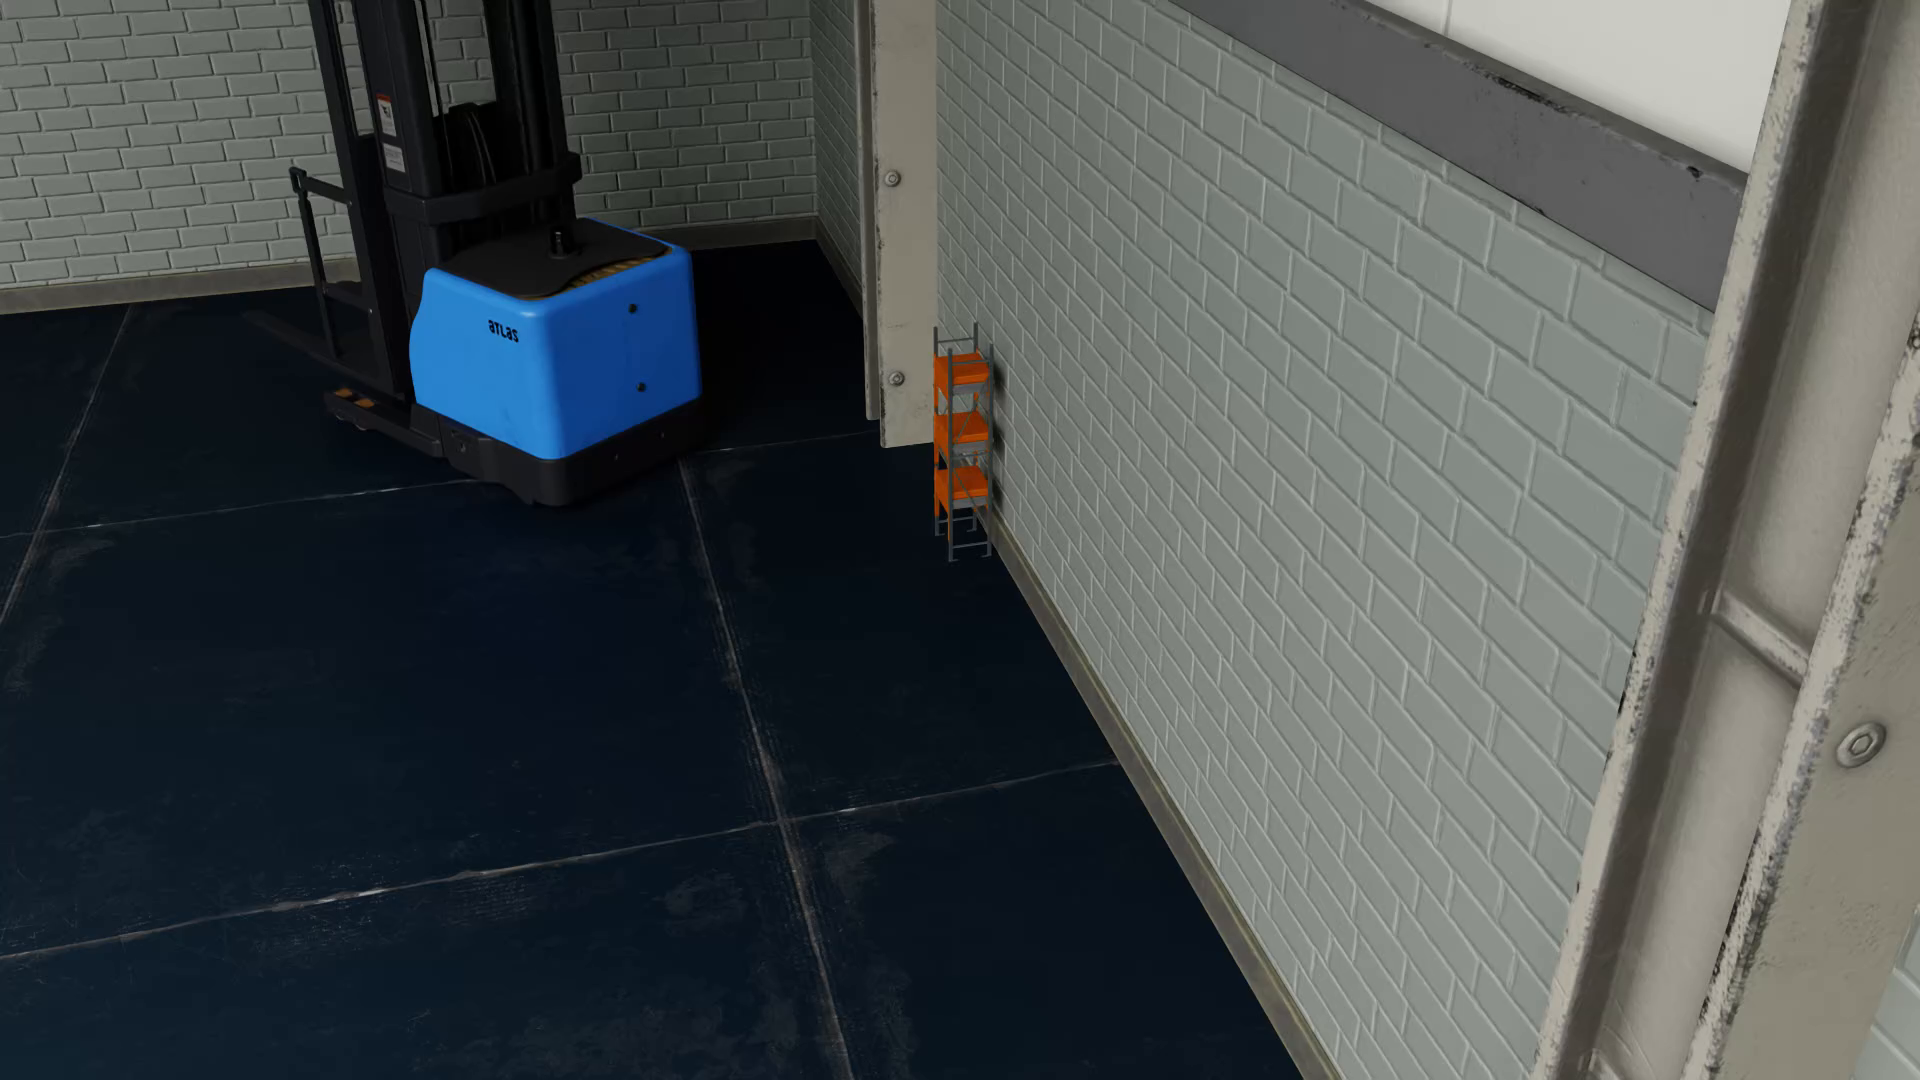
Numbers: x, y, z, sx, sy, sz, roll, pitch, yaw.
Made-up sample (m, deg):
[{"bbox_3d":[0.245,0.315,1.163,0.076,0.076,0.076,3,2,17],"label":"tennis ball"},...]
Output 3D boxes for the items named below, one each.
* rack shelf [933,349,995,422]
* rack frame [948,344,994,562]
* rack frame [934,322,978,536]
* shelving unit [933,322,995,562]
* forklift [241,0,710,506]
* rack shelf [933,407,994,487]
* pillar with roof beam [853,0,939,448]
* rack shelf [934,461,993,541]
[{"bbox_3d":[0.014,-0.665,7.306,0.215,0.259,0.240,-8,31,-13],"label":"rack shelf"},{"bbox_3d":[0.047,-0.370,7.341,0.200,1.050,0.008,-8,31,-13],"label":"rack frame"},{"bbox_3d":[-0.018,-0.487,7.544,0.200,1.050,0.008,-8,31,-13],"label":"rack frame"},{"bbox_3d":[0.014,-0.429,7.442,0.215,1.050,0.252,-8,31,-13],"label":"shelving unit"},{"bbox_3d":[-2.746,-2.027,8.326,3.031,2.935,1.130,22,37,33],"label":"forklift"},{"bbox_3d":[0.014,-0.419,7.448,0.215,0.259,0.240,-8,31,-13],"label":"rack shelf"},{"bbox_3d":[-4.453,-3.912,5.526,9.100,9.000,0.400,-8,31,-13],"label":"pillar with roof beam"},{"bbox_3d":[0.014,-0.179,7.587,0.215,0.259,0.240,-8,31,-13],"label":"rack shelf"}]
